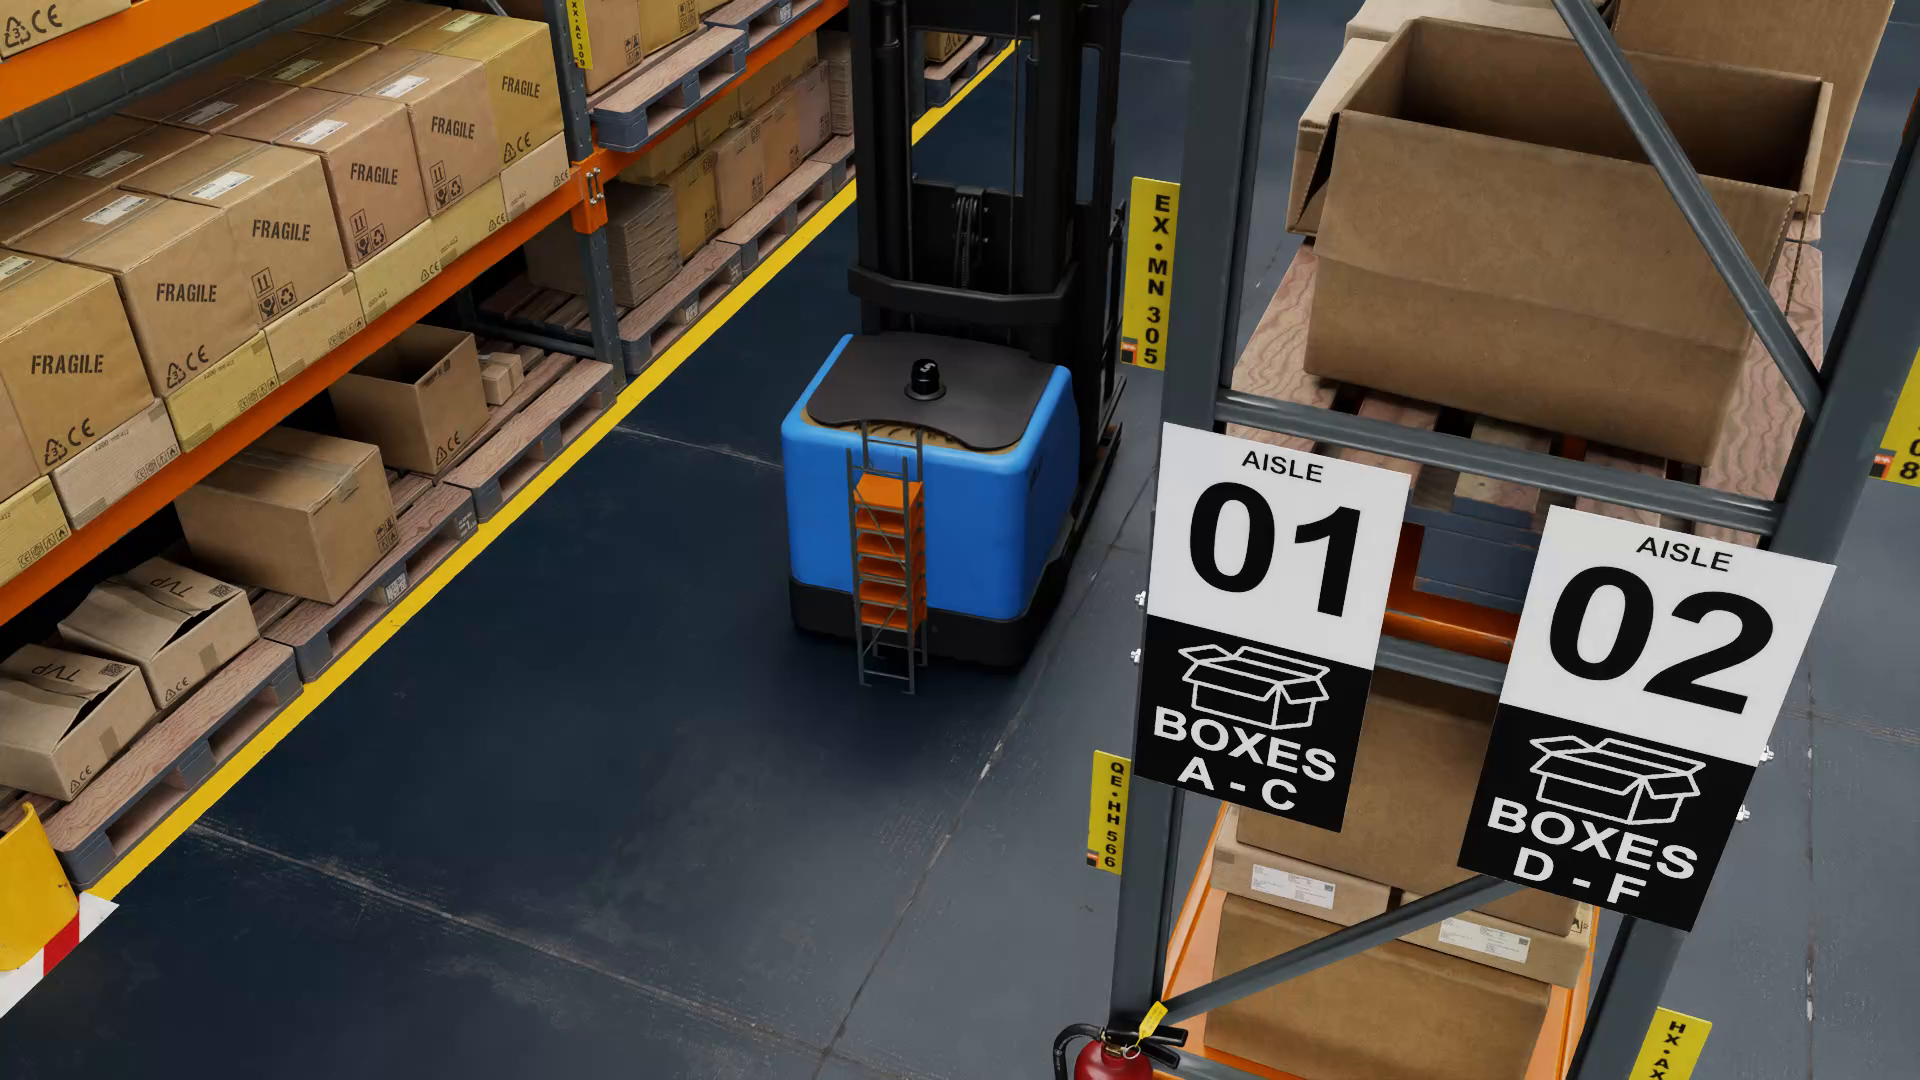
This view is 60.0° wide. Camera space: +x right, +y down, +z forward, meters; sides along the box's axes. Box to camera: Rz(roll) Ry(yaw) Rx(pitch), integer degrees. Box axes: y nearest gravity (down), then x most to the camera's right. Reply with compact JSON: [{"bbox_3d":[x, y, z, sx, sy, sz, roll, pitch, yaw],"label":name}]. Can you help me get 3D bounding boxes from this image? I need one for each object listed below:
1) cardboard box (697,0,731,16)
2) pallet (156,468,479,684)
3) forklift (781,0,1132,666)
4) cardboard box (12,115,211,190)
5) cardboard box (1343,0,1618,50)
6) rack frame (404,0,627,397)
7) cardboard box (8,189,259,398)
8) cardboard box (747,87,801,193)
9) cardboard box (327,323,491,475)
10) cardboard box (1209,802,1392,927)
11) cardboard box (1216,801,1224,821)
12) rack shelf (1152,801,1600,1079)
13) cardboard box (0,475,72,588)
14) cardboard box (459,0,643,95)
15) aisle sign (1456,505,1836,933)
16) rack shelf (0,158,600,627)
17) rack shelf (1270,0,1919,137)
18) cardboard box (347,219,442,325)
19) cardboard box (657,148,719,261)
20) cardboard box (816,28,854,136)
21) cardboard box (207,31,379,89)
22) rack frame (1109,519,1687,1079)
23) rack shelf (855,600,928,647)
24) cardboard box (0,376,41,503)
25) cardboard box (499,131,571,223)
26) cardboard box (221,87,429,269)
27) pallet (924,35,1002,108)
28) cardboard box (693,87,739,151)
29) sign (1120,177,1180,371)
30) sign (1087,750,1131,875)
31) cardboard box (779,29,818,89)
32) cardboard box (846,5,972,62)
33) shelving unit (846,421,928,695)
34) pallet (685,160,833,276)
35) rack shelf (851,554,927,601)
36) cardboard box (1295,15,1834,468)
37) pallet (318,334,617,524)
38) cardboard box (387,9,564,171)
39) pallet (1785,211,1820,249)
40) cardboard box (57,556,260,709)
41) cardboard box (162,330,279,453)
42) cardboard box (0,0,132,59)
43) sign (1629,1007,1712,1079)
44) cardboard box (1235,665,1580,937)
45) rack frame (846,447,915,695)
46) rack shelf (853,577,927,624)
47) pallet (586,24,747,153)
[{"bbox_3d":[-1.588,-3.267,9.165,0.700,0.500,0.500,19,41,24],"label":"cardboard box"},{"bbox_3d":[-2.940,0.077,7.470,1.003,0.211,1.213,14,39,18],"label":"pallet"},{"bbox_3d":[0.177,-1.532,7.352,1.130,2.935,3.031,10,38,13],"label":"forklift"},{"bbox_3d":[-3.209,-1.283,6.443,0.500,0.500,0.500,14,39,18],"label":"cardboard box"},{"bbox_3d":[1.212,-1.152,3.887,0.500,0.311,0.500,19,41,23],"label":"cardboard box"},{"bbox_3d":[-2.255,-2.097,8.051,1.000,3.000,0.127,14,39,18],"label":"rack frame"},{"bbox_3d":[-2.917,-0.883,5.908,0.500,0.500,0.500,13,39,16],"label":"cardboard box"},{"bbox_3d":[-1.425,-2.536,10.358,0.700,0.500,0.500,14,39,18],"label":"cardboard box"},{"bbox_3d":[-2.612,-0.689,7.886,0.500,0.500,0.500,11,38,14],"label":"cardboard box"},{"bbox_3d":[0.775,0.689,3.698,0.380,0.149,0.250,13,39,17],"label":"cardboard box"},{"bbox_3d":[1.102,0.955,5.287,0.500,0.500,0.500,14,39,18],"label":"cardboard box"},{"bbox_3d":[1.567,0.424,5.278,1.077,0.370,4.000,14,39,18],"label":"rack shelf"},{"bbox_3d":[-3.297,-0.029,5.391,0.500,0.250,0.500,13,39,16],"label":"cardboard box"},{"bbox_3d":[-2.029,-2.588,8.256,0.700,0.500,0.500,14,39,18],"label":"cardboard box"},{"bbox_3d":[1.064,0.309,2.660,0.394,0.787,0.004,14,39,18],"label":"aisle sign"},{"bbox_3d":[-3.016,-0.702,6.784,1.077,0.370,4.000,14,39,18],"label":"rack shelf"},{"bbox_3d":[1.567,-1.818,3.601,1.077,0.370,4.000,14,39,18],"label":"rack shelf"},{"bbox_3d":[-2.529,-1.158,6.902,0.500,0.250,0.500,14,39,17],"label":"cardboard box"},{"bbox_3d":[-1.840,-1.981,9.616,0.700,0.500,0.500,13,39,17],"label":"cardboard box"},{"bbox_3d":[-0.958,-3.076,11.081,0.700,0.500,0.500,14,39,18],"label":"cardboard box"},{"bbox_3d":[-2.827,-1.847,7.198,0.500,0.500,0.500,14,39,17],"label":"cardboard box"},{"bbox_3d":[0.806,1.244,3.581,1.000,3.000,0.127,14,39,18],"label":"rack frame"},{"bbox_3d":[-0.280,0.319,6.793,0.258,0.103,0.180,10,39,13],"label":"rack shelf"},{"bbox_3d":[-3.317,-0.327,5.164,0.500,0.500,0.500,14,39,18],"label":"cardboard box"},{"bbox_3d":[-2.154,-1.714,7.646,0.500,0.250,0.500,14,39,18],"label":"cardboard box"},{"bbox_3d":[-2.535,-1.459,6.679,0.500,0.500,0.500,13,39,16],"label":"cardboard box"},{"bbox_3d":[-0.363,-3.614,12.409,1.003,0.211,1.213,14,39,18],"label":"pallet"},{"bbox_3d":[-1.631,-2.518,9.707,0.500,0.250,0.500,13,39,16],"label":"cardboard box"},{"bbox_3d":[0.309,-0.412,2.617,0.100,0.325,0.005,14,39,18],"label":"sign"},{"bbox_3d":[0.309,0.554,3.339,0.100,0.325,0.005,14,39,18],"label":"sign"},{"bbox_3d":[-1.233,-3.076,10.453,0.500,0.250,0.500,15,39,19],"label":"cardboard box"},{"bbox_3d":[-0.331,-3.996,12.036,0.750,0.750,0.750,13,39,17],"label":"cardboard box"},{"bbox_3d":[-0.282,0.095,6.618,0.258,1.200,0.189,10,39,13],"label":"shelving unit"},{"bbox_3d":[-1.497,-2.090,10.369,1.003,0.211,1.213,14,39,18],"label":"pallet"},{"bbox_3d":[-0.282,0.130,6.645,0.258,0.103,0.180,10,39,13],"label":"rack shelf"},{"bbox_3d":[1.029,-0.541,2.908,0.797,0.503,0.637,17,40,21],"label":"cardboard box"},{"bbox_3d":[-2.477,-0.601,8.377,1.003,0.211,1.213,14,39,18],"label":"pallet"},{"bbox_3d":[-2.148,-2.013,7.421,0.500,0.500,0.500,14,39,18],"label":"cardboard box"},{"bbox_3d":[1.562,-0.986,4.132,1.003,0.211,1.213,14,39,18],"label":"pallet"},{"bbox_3d":[-3.213,0.340,6.668,0.500,0.311,0.500,17,40,21],"label":"cardboard box"},{"bbox_3d":[-2.913,-0.600,6.156,0.500,0.250,0.500,13,39,17],"label":"cardboard box"},{"bbox_3d":[-2.987,-1.838,5.098,0.500,0.500,0.500,16,40,20],"label":"cardboard box"},{"bbox_3d":[1.317,0.995,3.124,0.100,0.325,0.005,14,39,18],"label":"sign"},{"bbox_3d":[1.016,0.399,3.543,0.700,0.500,0.500,14,39,18],"label":"cardboard box"},{"bbox_3d":[-0.307,0.149,6.549,0.240,1.200,0.006,10,39,13],"label":"rack frame"},{"bbox_3d":[-0.281,0.224,6.719,0.258,0.103,0.180,10,39,13],"label":"rack shelf"},{"bbox_3d":[-1.829,-2.411,8.630,1.003,0.211,1.213,14,39,18],"label":"pallet"}]
